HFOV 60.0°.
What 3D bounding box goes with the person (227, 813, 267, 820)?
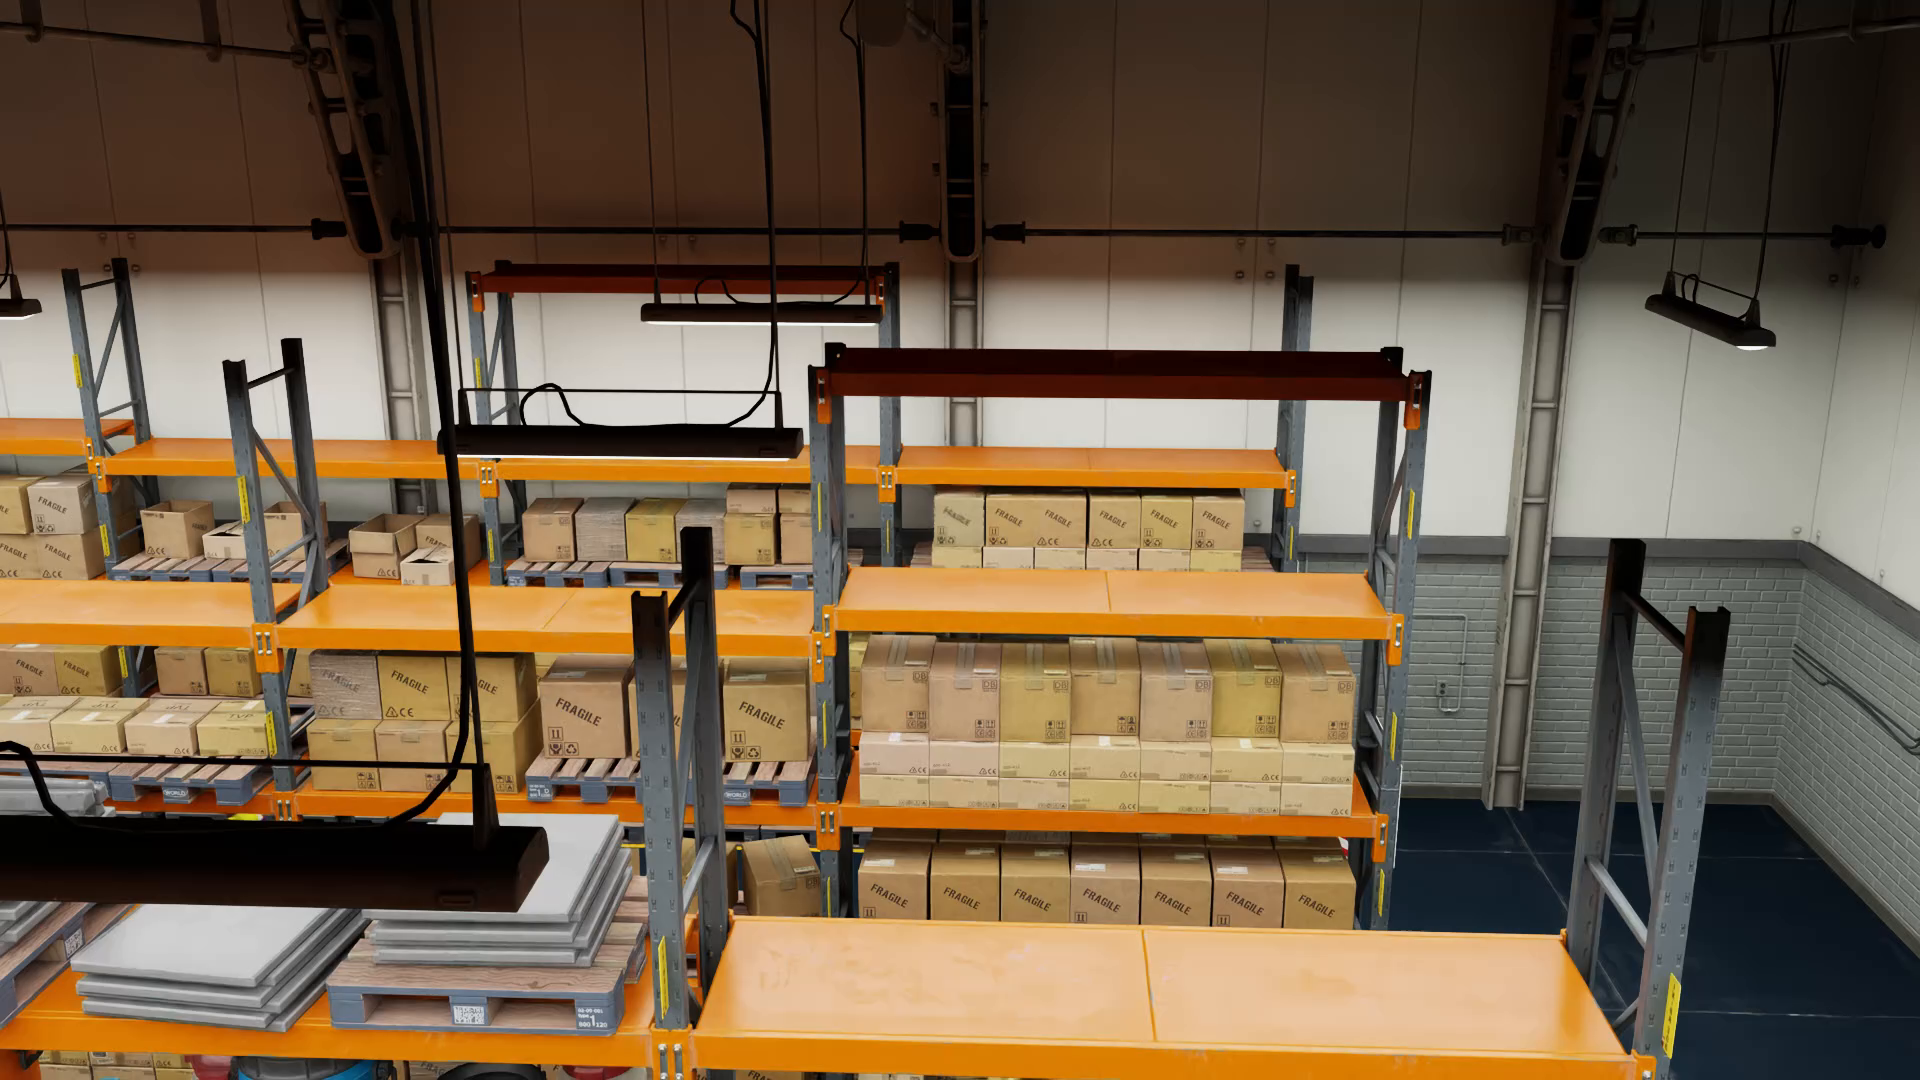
[{"bbox_3d":[-6.571,3.013,15.052,0.920,1.723,0.606,5,17,17],"label":"person"}]
